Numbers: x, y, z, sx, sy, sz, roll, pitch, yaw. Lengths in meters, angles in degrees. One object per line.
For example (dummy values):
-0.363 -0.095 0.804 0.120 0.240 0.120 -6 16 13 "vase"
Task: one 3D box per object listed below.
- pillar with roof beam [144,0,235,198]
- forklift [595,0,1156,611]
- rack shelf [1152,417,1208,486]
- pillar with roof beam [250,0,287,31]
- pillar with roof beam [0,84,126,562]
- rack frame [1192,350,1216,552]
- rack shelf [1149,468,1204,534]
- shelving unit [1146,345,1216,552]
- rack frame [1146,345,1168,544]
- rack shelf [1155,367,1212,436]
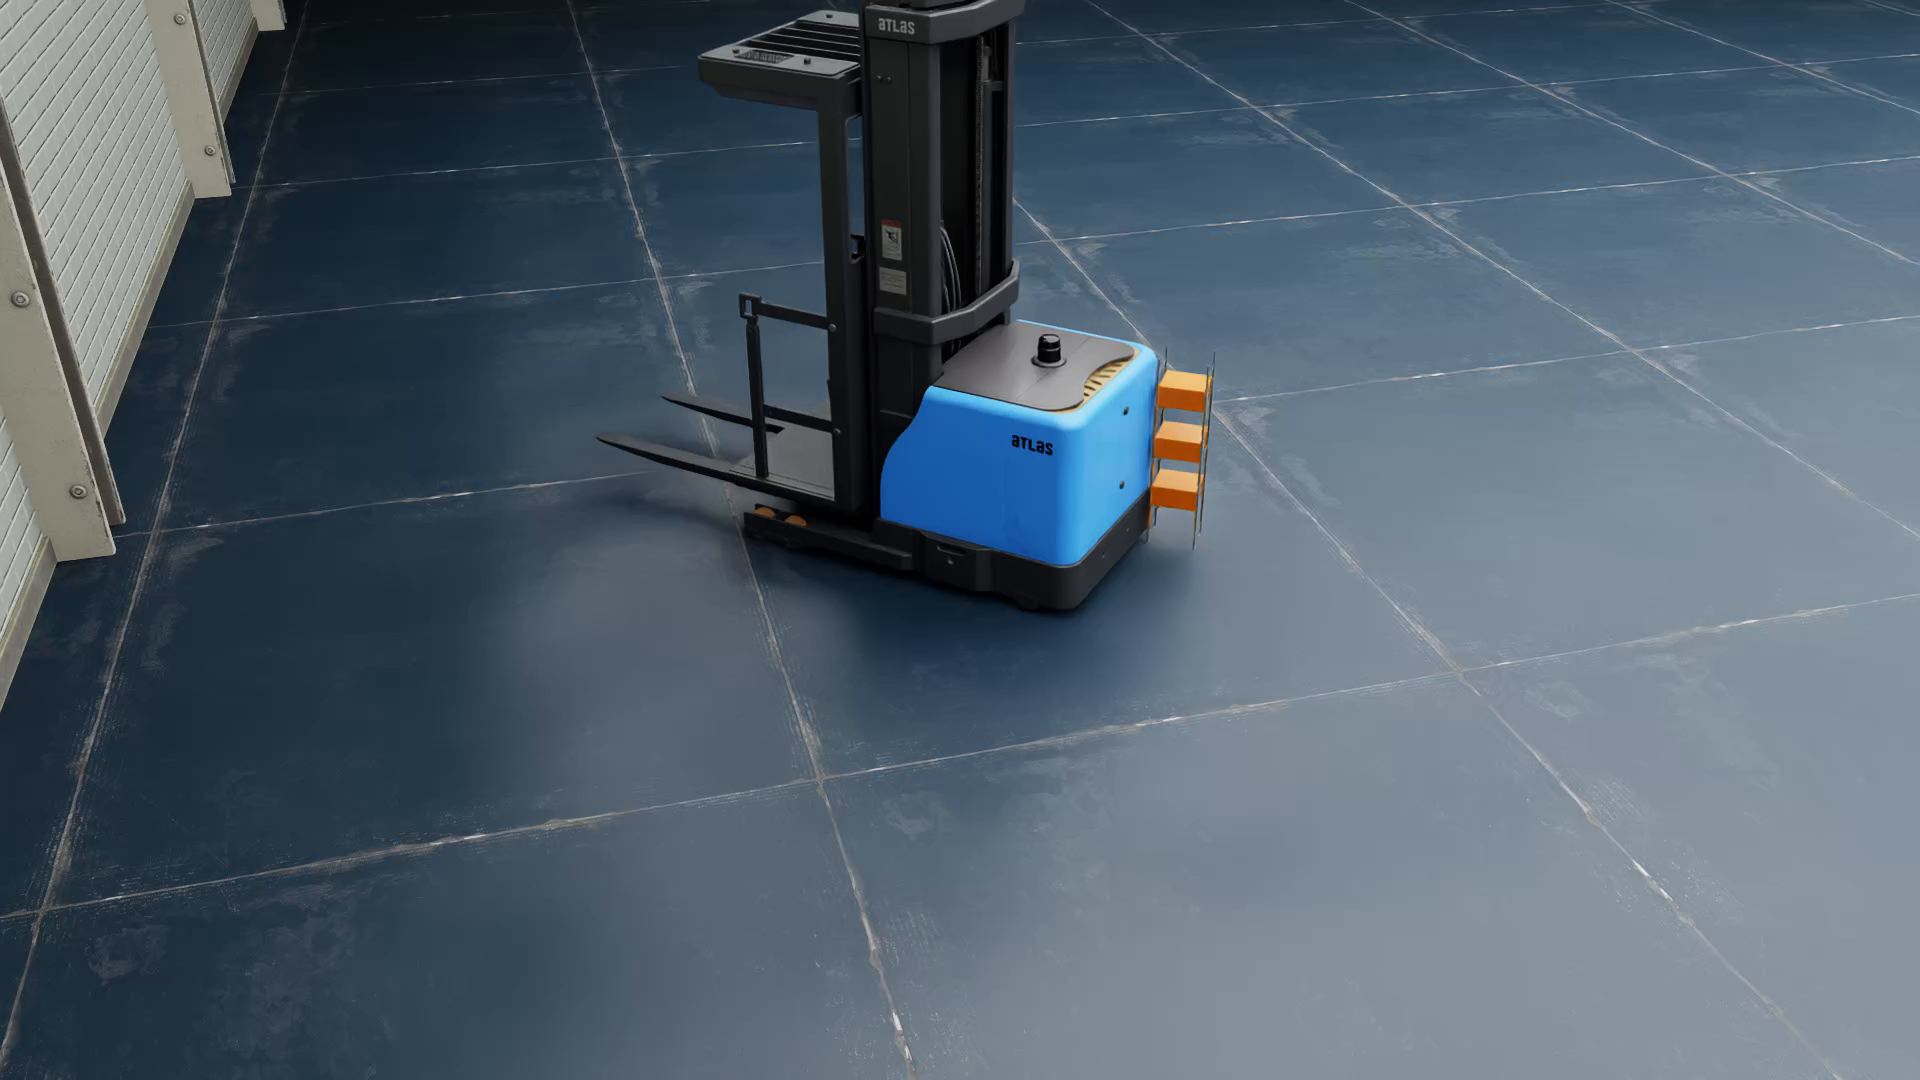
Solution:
-2.027 -7.365 12.491 9.100 9.000 0.400 -8 31 -13 "pillar with roof beam"
-0.553 -1.441 8.314 3.031 2.935 1.130 15 33 24 "forklift"
1.126 -0.452 8.503 0.240 0.259 0.215 9 31 15 "rack shelf"
-3.620 -10.263 17.498 9.100 9.000 0.400 -8 31 -13 "pillar with roof beam"
-0.435 -4.467 7.484 9.100 9.000 0.400 -8 31 -13 "pillar with roof beam"
1.242 -0.442 8.466 0.008 1.050 0.200 9 31 15 "rack frame"
1.126 -0.211 8.643 0.240 0.259 0.215 9 31 15 "rack shelf"
1.126 -0.461 8.498 0.252 1.050 0.215 9 31 15 "shelving unit"
1.010 -0.479 8.530 0.008 1.050 0.200 9 31 15 "rack frame"
1.126 -0.697 8.361 0.240 0.259 0.215 9 31 15 "rack shelf"
